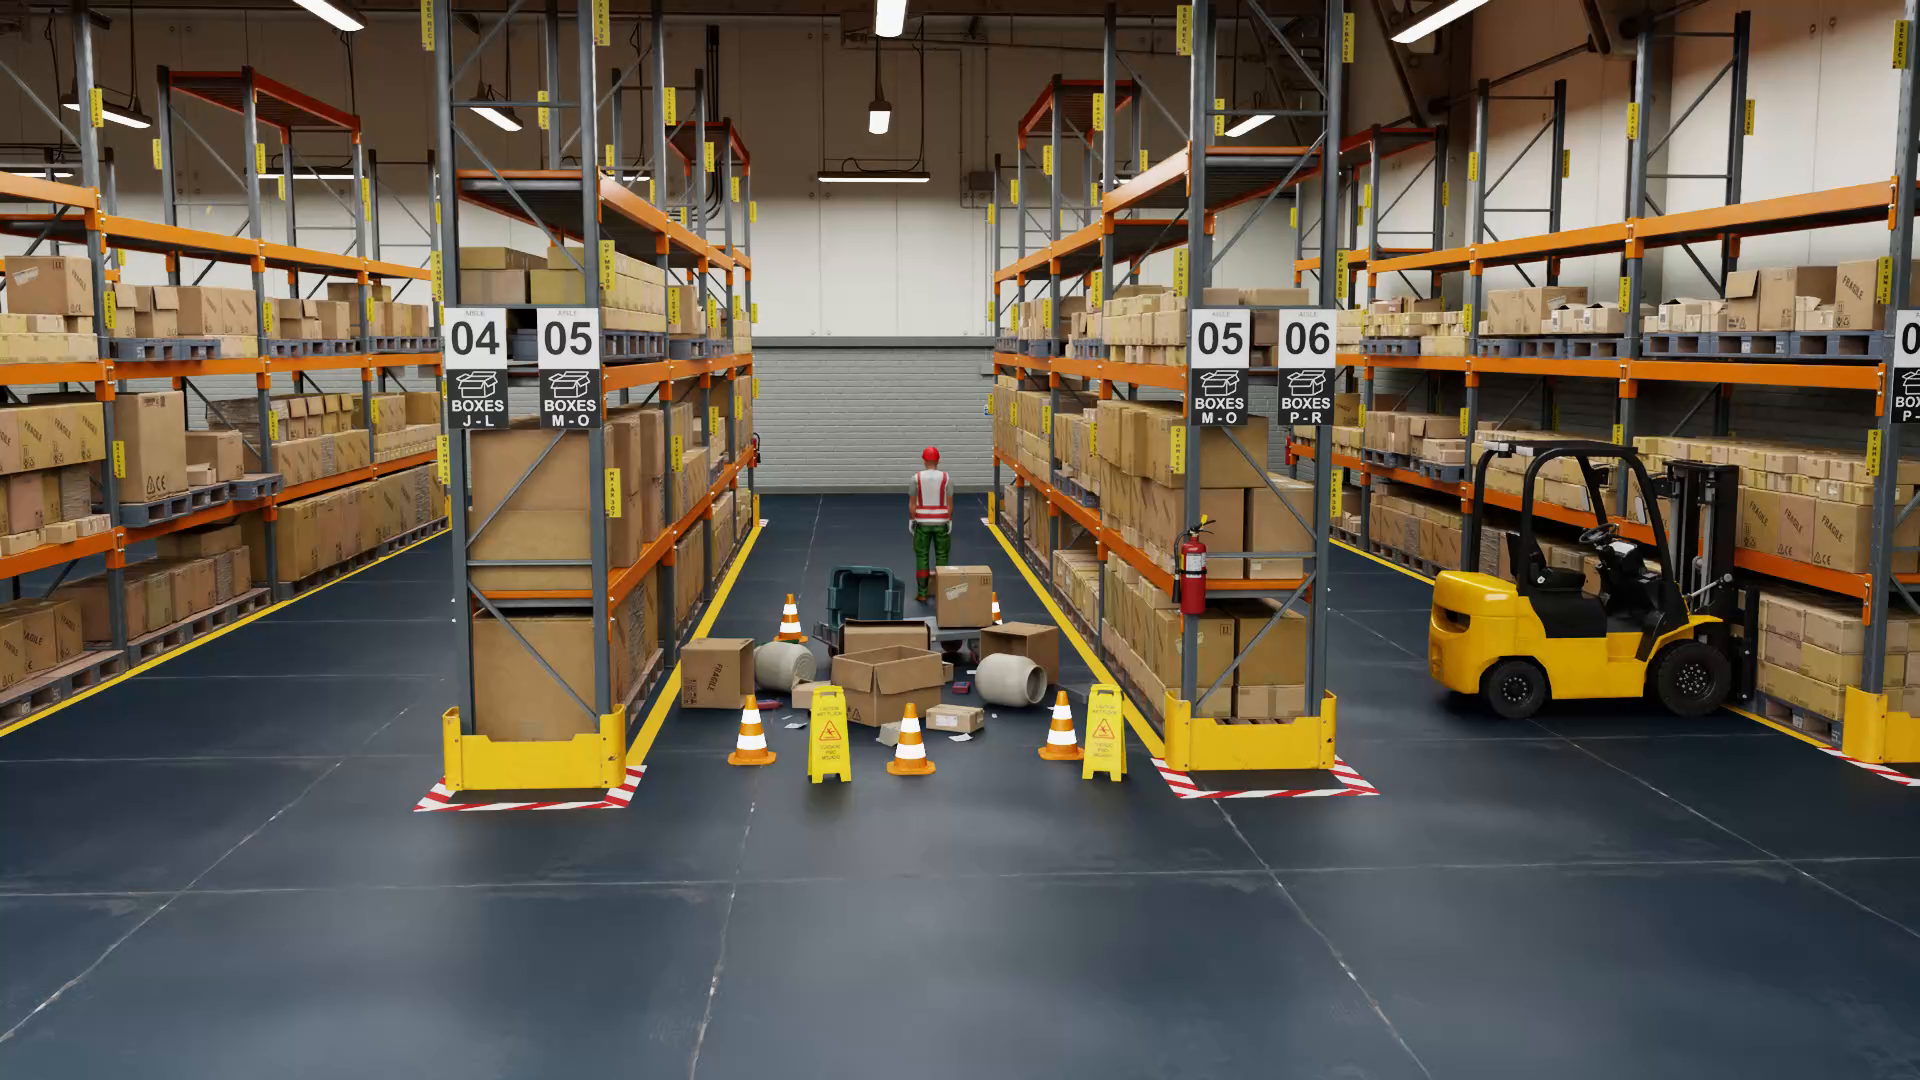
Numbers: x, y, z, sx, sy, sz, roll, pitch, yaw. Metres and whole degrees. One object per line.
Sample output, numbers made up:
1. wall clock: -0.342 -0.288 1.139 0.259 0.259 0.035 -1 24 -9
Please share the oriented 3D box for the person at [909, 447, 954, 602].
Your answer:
1. person: -0.332 -0.188 19.233 0.525 1.786 0.339 0 7 -2
